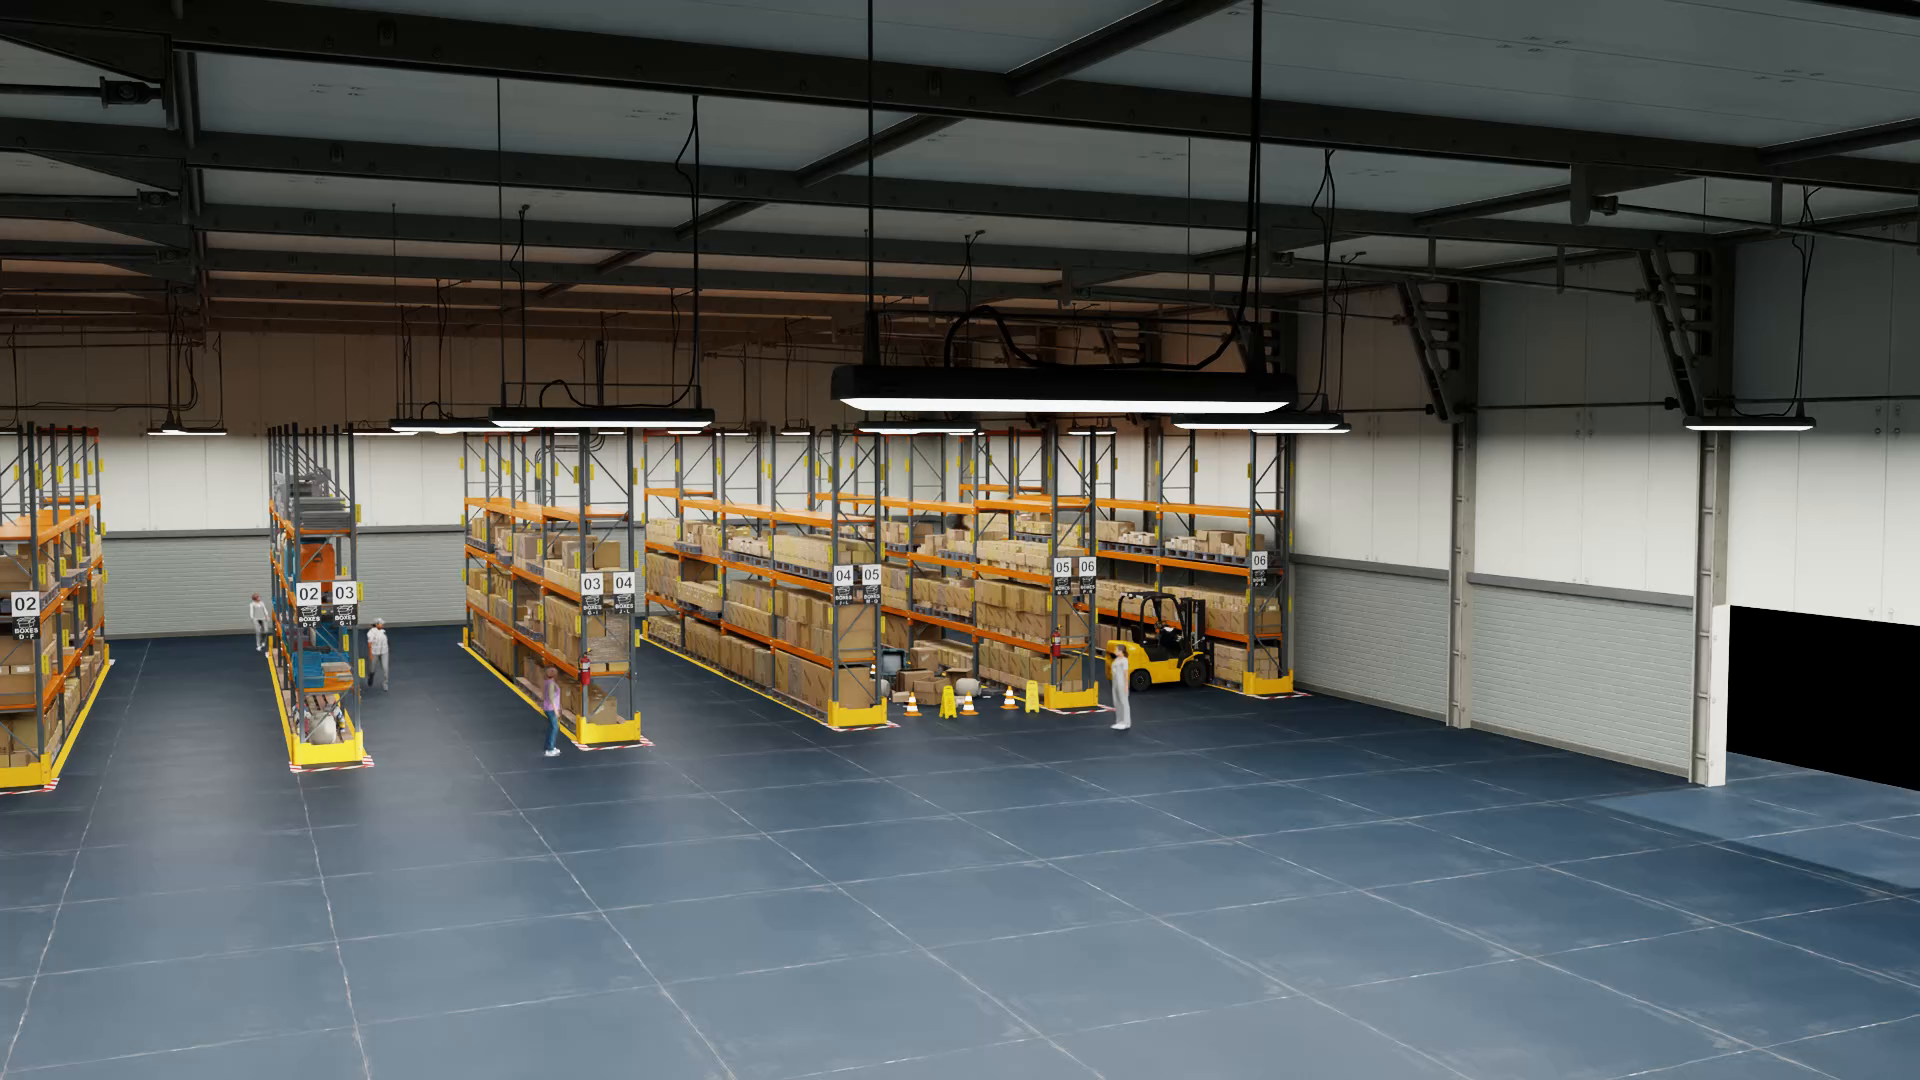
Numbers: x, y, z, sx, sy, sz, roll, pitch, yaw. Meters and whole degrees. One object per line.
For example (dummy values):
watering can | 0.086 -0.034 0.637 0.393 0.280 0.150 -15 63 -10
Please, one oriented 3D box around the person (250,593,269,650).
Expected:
person | -19.027 2.220 45.216 0.441 1.532 0.629 -3 4 -39

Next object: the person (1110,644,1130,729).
person | 3.174 2.894 32.761 0.380 1.708 0.550 -2 4 -28

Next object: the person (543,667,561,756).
person | -7.410 3.104 30.201 0.335 1.624 0.478 0 4 -6

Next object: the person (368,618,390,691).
person | -13.231 2.585 37.832 0.493 1.639 0.647 -2 4 -28
